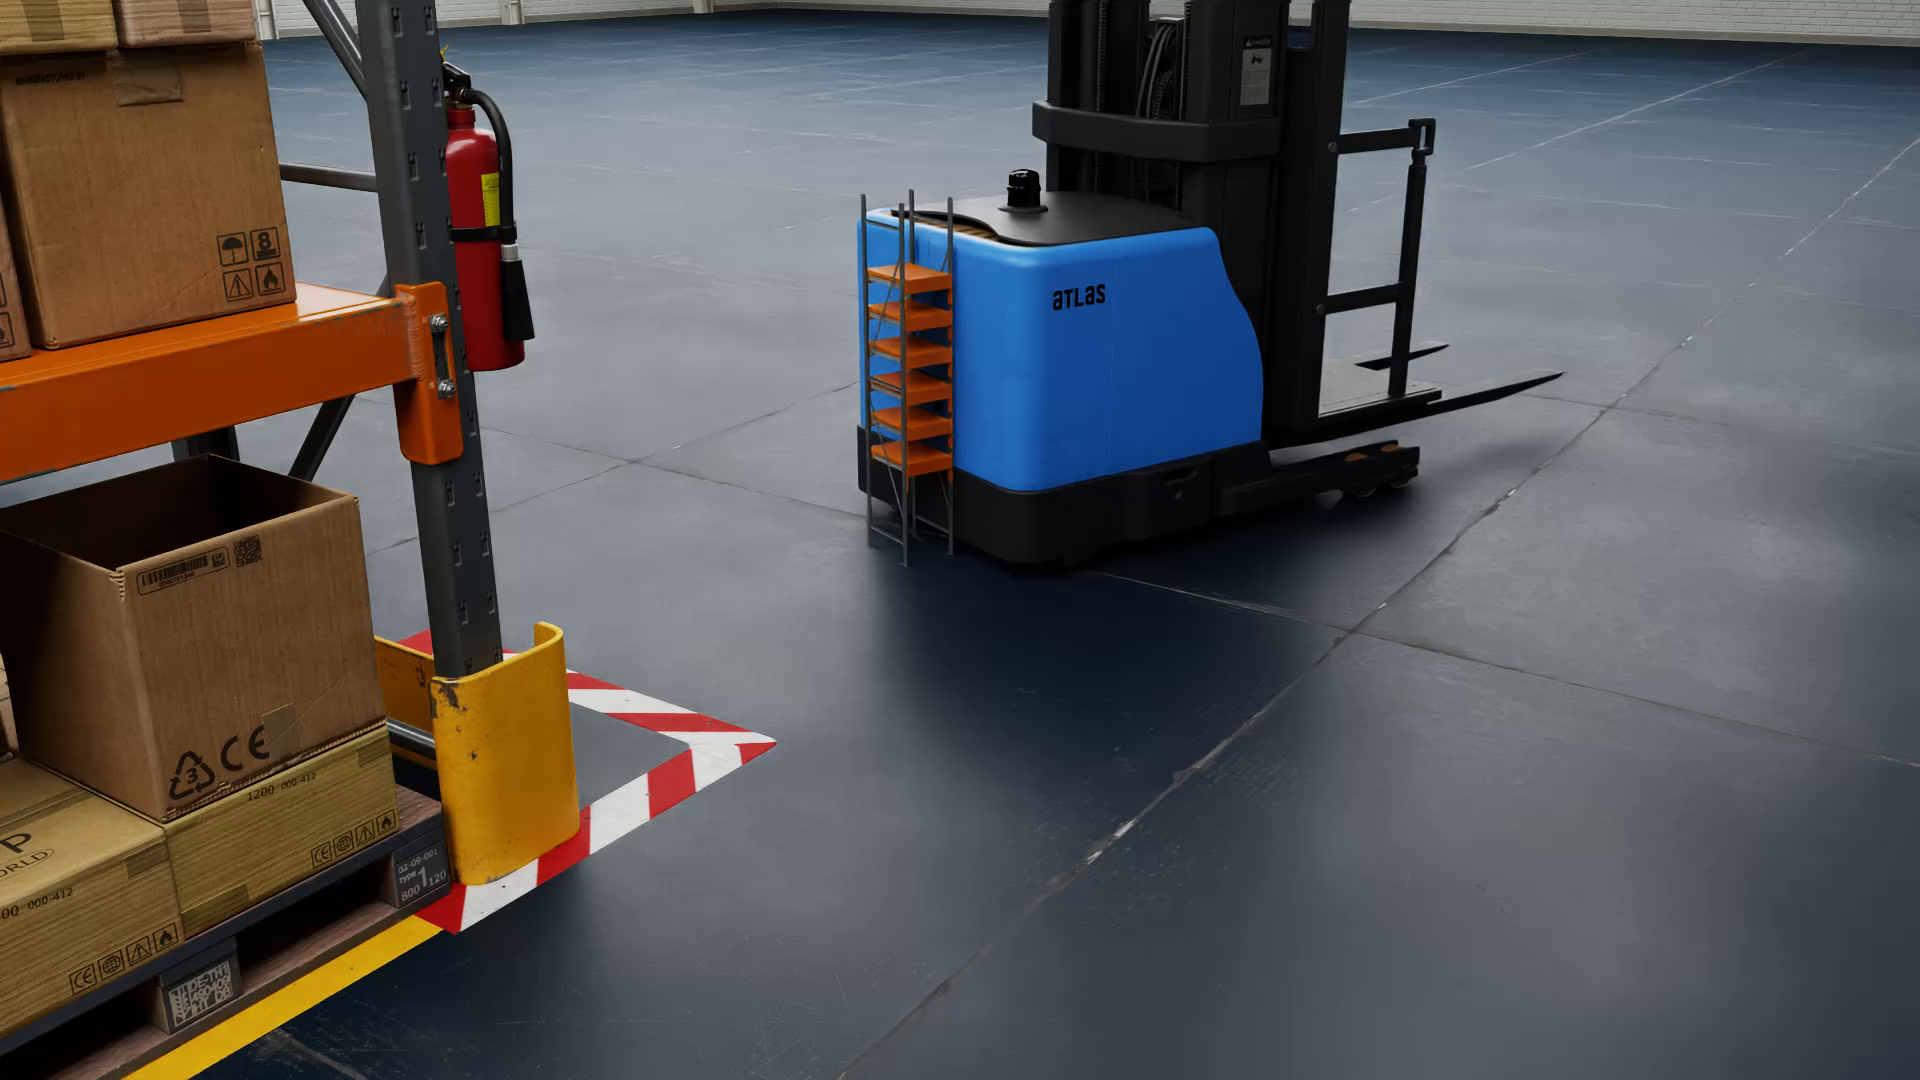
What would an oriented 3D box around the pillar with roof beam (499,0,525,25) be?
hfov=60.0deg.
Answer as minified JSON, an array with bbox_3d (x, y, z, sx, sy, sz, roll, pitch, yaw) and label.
[{"bbox_3d":[-6.043,-14.456,31.874,9.100,9.000,0.400,13,24,32],"label":"pillar with roof beam"}]

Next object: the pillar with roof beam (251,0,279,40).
[{"bbox_3d":[-9.415,-12.734,27.220,9.100,9.000,0.400,13,24,32],"label":"pillar with roof beam"}]

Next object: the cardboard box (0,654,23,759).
[{"bbox_3d":[-1.949,0.416,3.674,0.500,0.250,0.500,13,24,32],"label":"cardboard box"}]

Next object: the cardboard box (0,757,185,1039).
[{"bbox_3d":[-1.792,0.663,3.007,0.500,0.250,0.500,13,24,32],"label":"cardboard box"}]

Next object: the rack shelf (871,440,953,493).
[{"bbox_3d":[-0.169,-0.254,5.543,0.180,0.103,0.258,-14,24,-33],"label":"rack shelf"}]

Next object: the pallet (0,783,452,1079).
[{"bbox_3d":[-1.859,0.748,3.437,1.003,0.211,1.213,13,24,32],"label":"pallet"}]

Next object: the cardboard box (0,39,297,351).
[{"bbox_3d":[-1.737,-0.702,3.196,0.700,0.500,0.500,13,24,32],"label":"cardboard box"}]

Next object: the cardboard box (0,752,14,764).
[{"bbox_3d":[-2.227,0.560,3.284,0.500,0.250,0.500,13,24,32],"label":"cardboard box"}]

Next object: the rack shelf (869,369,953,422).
[{"bbox_3d":[-0.169,-0.479,5.459,0.180,0.103,0.258,-14,24,-33],"label":"rack shelf"}]

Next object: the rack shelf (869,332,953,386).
[{"bbox_3d":[-0.169,-0.592,5.418,0.180,0.103,0.258,-14,24,-33],"label":"rack shelf"}]

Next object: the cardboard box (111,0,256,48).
[{"bbox_3d":[-1.521,-0.991,3.042,0.380,0.149,0.250,13,24,31],"label":"cardboard box"}]

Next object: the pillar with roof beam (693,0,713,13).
[{"bbox_3d":[-2.670,-16.177,36.528,9.100,9.000,0.400,13,24,32],"label":"pillar with roof beam"}]

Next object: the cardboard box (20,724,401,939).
[{"bbox_3d":[-1.521,0.517,3.401,0.500,0.250,0.500,13,24,32],"label":"cardboard box"}]

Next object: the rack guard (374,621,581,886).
[{"bbox_3d":[-1.450,0.379,4.021,1.175,0.500,0.348,13,24,32],"label":"rack guard"}]

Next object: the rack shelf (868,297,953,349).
[{"bbox_3d":[-0.169,-0.704,5.376,0.180,0.103,0.258,-14,24,-33],"label":"rack shelf"}]

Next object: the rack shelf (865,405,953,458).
[{"bbox_3d":[-0.169,-0.367,5.501,0.180,0.103,0.258,-14,24,-33],"label":"rack shelf"}]

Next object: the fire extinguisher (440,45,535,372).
[{"bbox_3d":[-1.013,-0.694,3.429,0.296,0.674,0.183,13,24,32],"label":"fire extinguisher"}]

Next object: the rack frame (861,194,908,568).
[{"bbox_3d":[-0.243,-0.503,5.394,0.006,1.200,0.240,-14,24,-33],"label":"rack frame"}]

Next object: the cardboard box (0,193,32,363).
[{"bbox_3d":[-2.028,-0.551,2.786,0.700,0.500,0.500,14,24,33],"label":"cardboard box"}]

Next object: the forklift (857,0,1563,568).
[{"bbox_3d":[1.126,-1.667,6.046,3.031,2.935,1.130,-14,24,-33],"label":"forklift"}]

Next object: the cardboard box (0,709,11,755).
[{"bbox_3d":[-2.228,0.208,3.155,0.500,0.500,0.500,13,24,32],"label":"cardboard box"}]

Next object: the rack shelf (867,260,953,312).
[{"bbox_3d":[-0.169,-0.817,5.334,0.180,0.103,0.258,-14,24,-33],"label":"rack shelf"}]

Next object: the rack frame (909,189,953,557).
[{"bbox_3d":[-0.094,-0.539,5.493,0.006,1.200,0.240,-14,24,-33],"label":"rack frame"}]

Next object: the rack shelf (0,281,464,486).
[{"bbox_3d":[-2.588,0.124,2.142,1.077,0.370,4.000,13,24,32],"label":"rack shelf"}]

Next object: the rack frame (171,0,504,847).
[{"bbox_3d":[-1.464,-0.787,3.569,1.000,3.000,0.127,13,24,32],"label":"rack frame"}]

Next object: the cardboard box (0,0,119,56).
[{"bbox_3d":[-1.667,-0.916,2.838,0.380,0.149,0.250,14,24,33],"label":"cardboard box"}]

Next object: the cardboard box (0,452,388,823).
[{"bbox_3d":[-1.519,0.166,3.270,0.500,0.500,0.500,13,24,32],"label":"cardboard box"}]

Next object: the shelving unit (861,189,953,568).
[{"bbox_3d":[-0.169,-0.521,5.444,0.189,1.200,0.258,-14,24,-33],"label":"shelving unit"}]
